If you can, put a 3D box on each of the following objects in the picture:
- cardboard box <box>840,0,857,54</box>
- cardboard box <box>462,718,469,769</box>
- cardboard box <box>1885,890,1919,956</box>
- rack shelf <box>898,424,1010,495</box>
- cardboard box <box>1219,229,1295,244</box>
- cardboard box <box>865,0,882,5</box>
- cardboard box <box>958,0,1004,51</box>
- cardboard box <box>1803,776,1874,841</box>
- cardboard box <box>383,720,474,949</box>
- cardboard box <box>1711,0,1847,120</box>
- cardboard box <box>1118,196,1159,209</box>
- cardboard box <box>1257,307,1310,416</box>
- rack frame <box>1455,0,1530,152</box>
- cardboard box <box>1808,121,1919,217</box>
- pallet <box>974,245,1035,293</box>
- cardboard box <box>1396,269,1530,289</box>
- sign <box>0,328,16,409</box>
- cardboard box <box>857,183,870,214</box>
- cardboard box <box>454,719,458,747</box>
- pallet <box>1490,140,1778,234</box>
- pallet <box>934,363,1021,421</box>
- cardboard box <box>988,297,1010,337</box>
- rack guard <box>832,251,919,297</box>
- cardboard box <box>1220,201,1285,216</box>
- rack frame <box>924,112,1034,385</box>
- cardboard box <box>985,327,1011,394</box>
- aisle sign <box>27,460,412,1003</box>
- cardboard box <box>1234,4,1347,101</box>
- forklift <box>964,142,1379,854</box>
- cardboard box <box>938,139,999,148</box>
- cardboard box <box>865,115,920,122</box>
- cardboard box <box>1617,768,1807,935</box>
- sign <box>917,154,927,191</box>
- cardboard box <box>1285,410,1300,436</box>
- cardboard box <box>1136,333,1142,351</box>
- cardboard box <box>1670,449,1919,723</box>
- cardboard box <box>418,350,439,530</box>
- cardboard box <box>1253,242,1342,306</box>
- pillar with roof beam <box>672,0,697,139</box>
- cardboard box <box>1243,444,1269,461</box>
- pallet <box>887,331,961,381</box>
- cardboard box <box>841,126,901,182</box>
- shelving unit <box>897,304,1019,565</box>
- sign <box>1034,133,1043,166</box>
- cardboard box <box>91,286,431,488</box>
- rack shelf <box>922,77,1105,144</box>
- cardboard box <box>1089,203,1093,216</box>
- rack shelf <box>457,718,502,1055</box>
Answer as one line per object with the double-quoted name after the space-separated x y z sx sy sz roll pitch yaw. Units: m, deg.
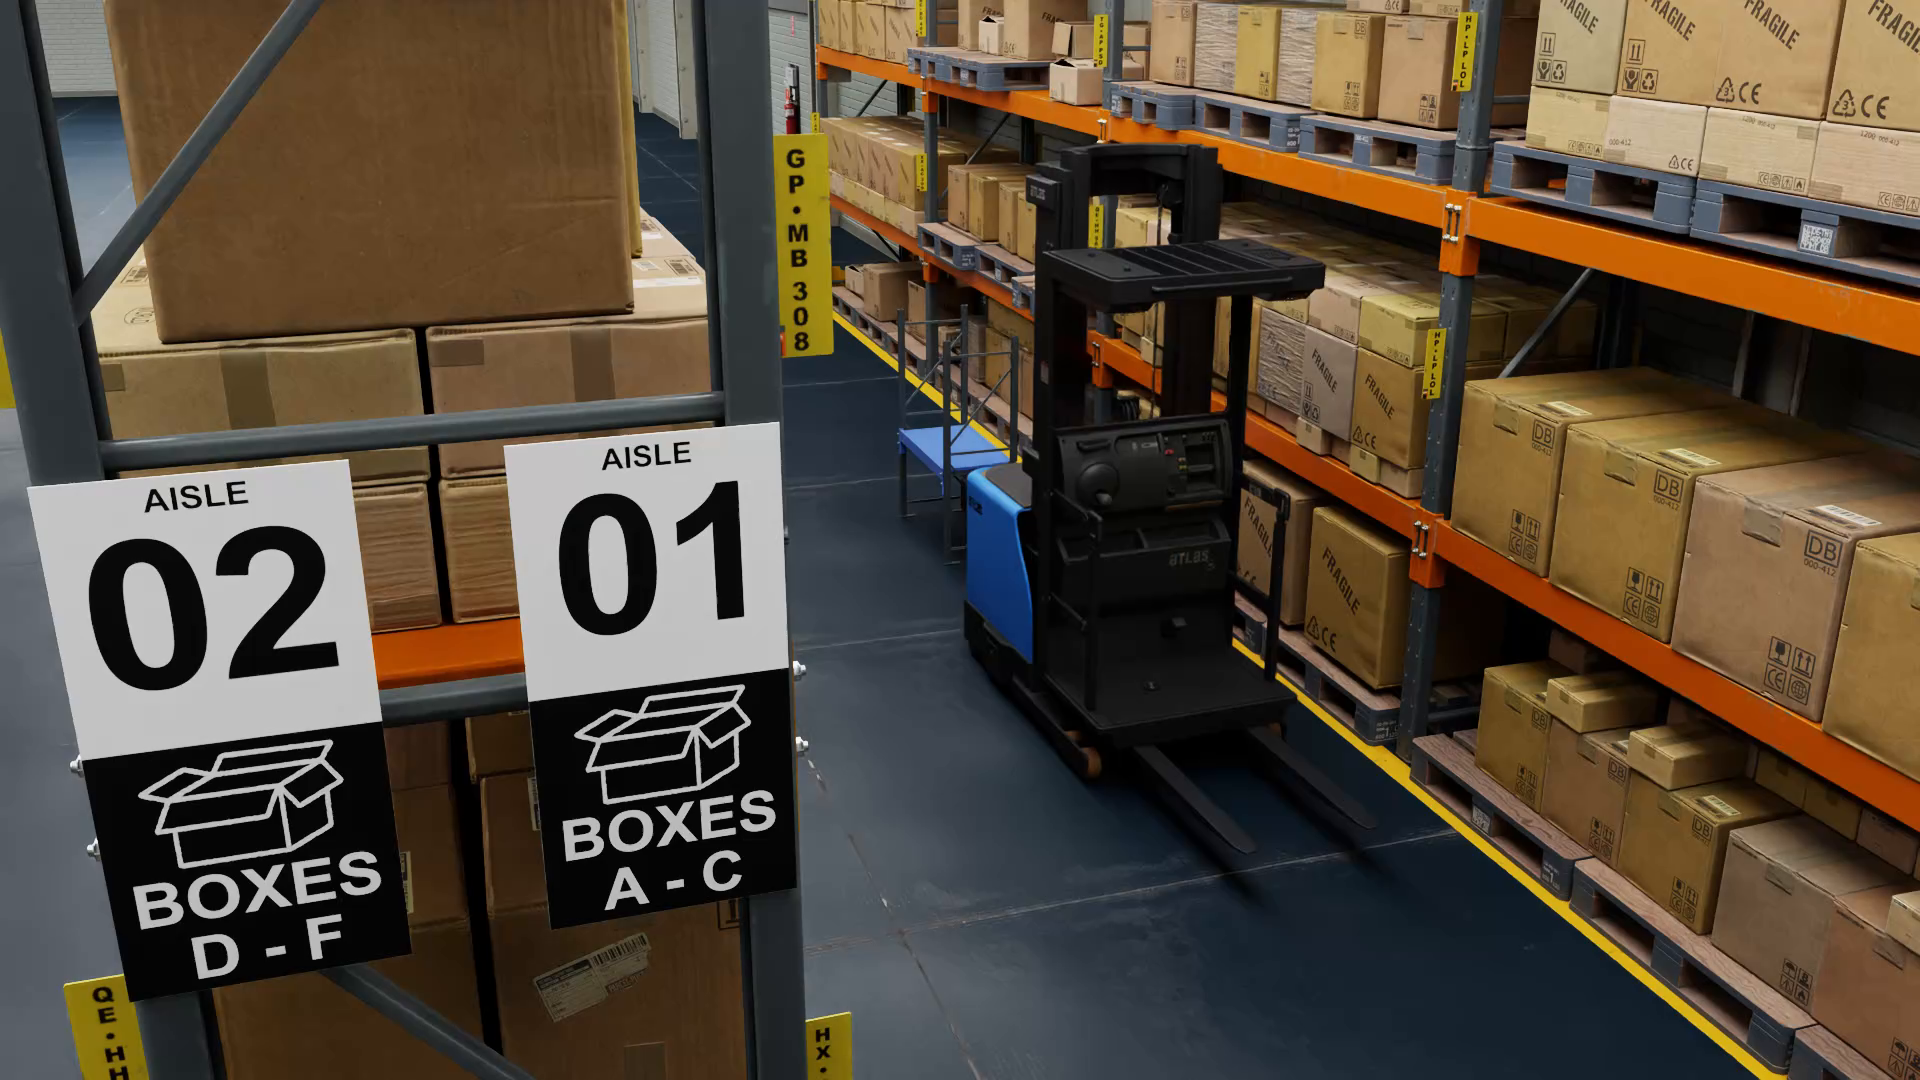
-0.912 -5.203 16.850 0.500 0.500 0.500 -5 20 -15 "cardboard box"
-1.447 0.419 5.666 0.500 0.500 0.500 -6 21 -16 "cardboard box"
3.338 1.279 5.535 0.380 0.149 0.250 -6 21 -16 "cardboard box"
-0.027 -0.564 11.300 0.538 0.185 1.000 -6 21 -17 "rack shelf"
1.661 -1.688 9.951 0.500 0.250 0.500 -6 21 -17 "cardboard box"
-0.595 -5.339 15.751 0.500 0.500 0.500 -7 21 -19 "cardboard box"
0.272 -4.400 14.022 0.500 0.500 0.500 -3 20 -9 "cardboard box"
3.462 0.995 6.326 0.380 0.149 0.250 -6 21 -17 "cardboard box"
-1.314 0.658 3.521 0.500 0.500 0.500 -6 21 -16 "cardboard box"
2.976 -1.718 5.669 0.500 0.500 0.500 -6 21 -17 "cardboard box"
1.296 -2.311 11.654 0.380 0.149 0.250 -9 22 -24 "cardboard box"
1.986 -1.003 9.153 0.500 0.500 0.500 -6 21 -17 "cardboard box"
2.690 -3.184 6.968 1.000 3.000 0.127 -6 21 -17 "rack frame"
3.132 -1.203 5.343 0.500 0.250 0.500 -7 21 -19 "cardboard box"
0.772 -2.184 13.345 1.003 0.211 1.213 -6 21 -17 "pallet"
2.622 -1.252 8.738 0.500 0.250 0.500 -6 21 -17 "cardboard box"
-1.287 -0.325 2.137 0.100 0.325 0.005 -6 21 -17 "sign"
-0.742 -3.468 16.826 0.500 0.250 0.500 -6 21 -17 "cardboard box"
-1.791 0.638 5.056 0.500 0.500 0.500 -6 21 -17 "cardboard box"
2.937 -1.466 6.756 1.003 0.211 1.213 -6 21 -17 "pallet"
0.422 -1.365 14.906 1.003 0.211 1.213 -6 21 -17 "pallet"
0.565 -1.936 14.306 0.500 0.250 0.500 -7 21 -18 "cardboard box"
-1.058 -3.010 19.058 1.175 0.500 0.348 -6 21 -17 "rack guard"
1.822 -2.075 11.030 0.500 0.250 0.500 -6 21 -16 "cardboard box"
0.176 -2.927 15.129 1.000 3.000 0.127 -6 21 -17 "rack frame"
0.633 -1.563 14.378 0.700 0.500 0.500 -7 21 -18 "cardboard box"
-1.023 0.282 2.349 0.394 0.787 0.004 -6 21 -17 "aisle sign"
2.018 -2.817 9.585 0.700 0.500 0.500 -5 20 -14 "cardboard box"
1.004 -0.359 8.081 1.130 2.935 3.031 -7 21 -19 "forklift"
0.067 -3.559 15.970 0.500 0.500 0.500 -7 21 -18 "cardboard box"
-0.732 -4.374 18.240 0.500 0.500 0.500 -7 21 -18 "cardboard box"
3.142 1.196 6.726 0.700 0.500 0.500 -6 21 -16 "cardboard box"
-0.337 -3.275 14.816 0.100 0.325 0.005 -6 21 -17 "sign"
2.022 -0.660 9.159 0.380 0.149 0.250 -6 21 -17 "cardboard box"
1.388 -1.323 11.004 0.380 0.149 0.250 -6 21 -16 "cardboard box"
3.308 0.142 6.141 0.980 0.700 0.700 -7 21 -20 "cardboard box"
-1.312 -0.189 3.289 0.500 0.250 0.500 -6 21 -17 "cardboard box"
1.828 -1.525 9.497 0.500 0.250 0.500 -7 21 -18 "cardboard box"
-9.785 -12.221 32.128 9.100 9.000 0.400 -6 21 -17 "pillar with roof beam"
1.809 -0.298 10.368 0.750 0.750 0.750 -6 21 -17 "cardboard box"
-0.069 -1.827 16.190 1.003 0.211 1.213 -6 21 -17 "pallet"
-0.914 -3.992 17.175 0.500 0.500 0.500 -7 21 -19 "cardboard box"
-0.027 -0.733 11.239 0.538 1.500 1.048 -6 21 -17 "shelving unit"
0.702 -3.532 15.101 0.100 0.325 0.005 -6 21 -17 "sign"
-1.157 -0.263 2.757 0.500 0.250 0.500 -6 21 -17 "cardboard box"
0.804 -3.359 12.957 1.077 0.370 4.000 -6 21 -17 "rack shelf"
1.074 -2.224 12.373 0.700 0.500 0.500 -8 21 -22 "cardboard box"
-1.383 1.148 4.848 1.077 0.370 4.000 -6 21 -17 "rack shelf"
